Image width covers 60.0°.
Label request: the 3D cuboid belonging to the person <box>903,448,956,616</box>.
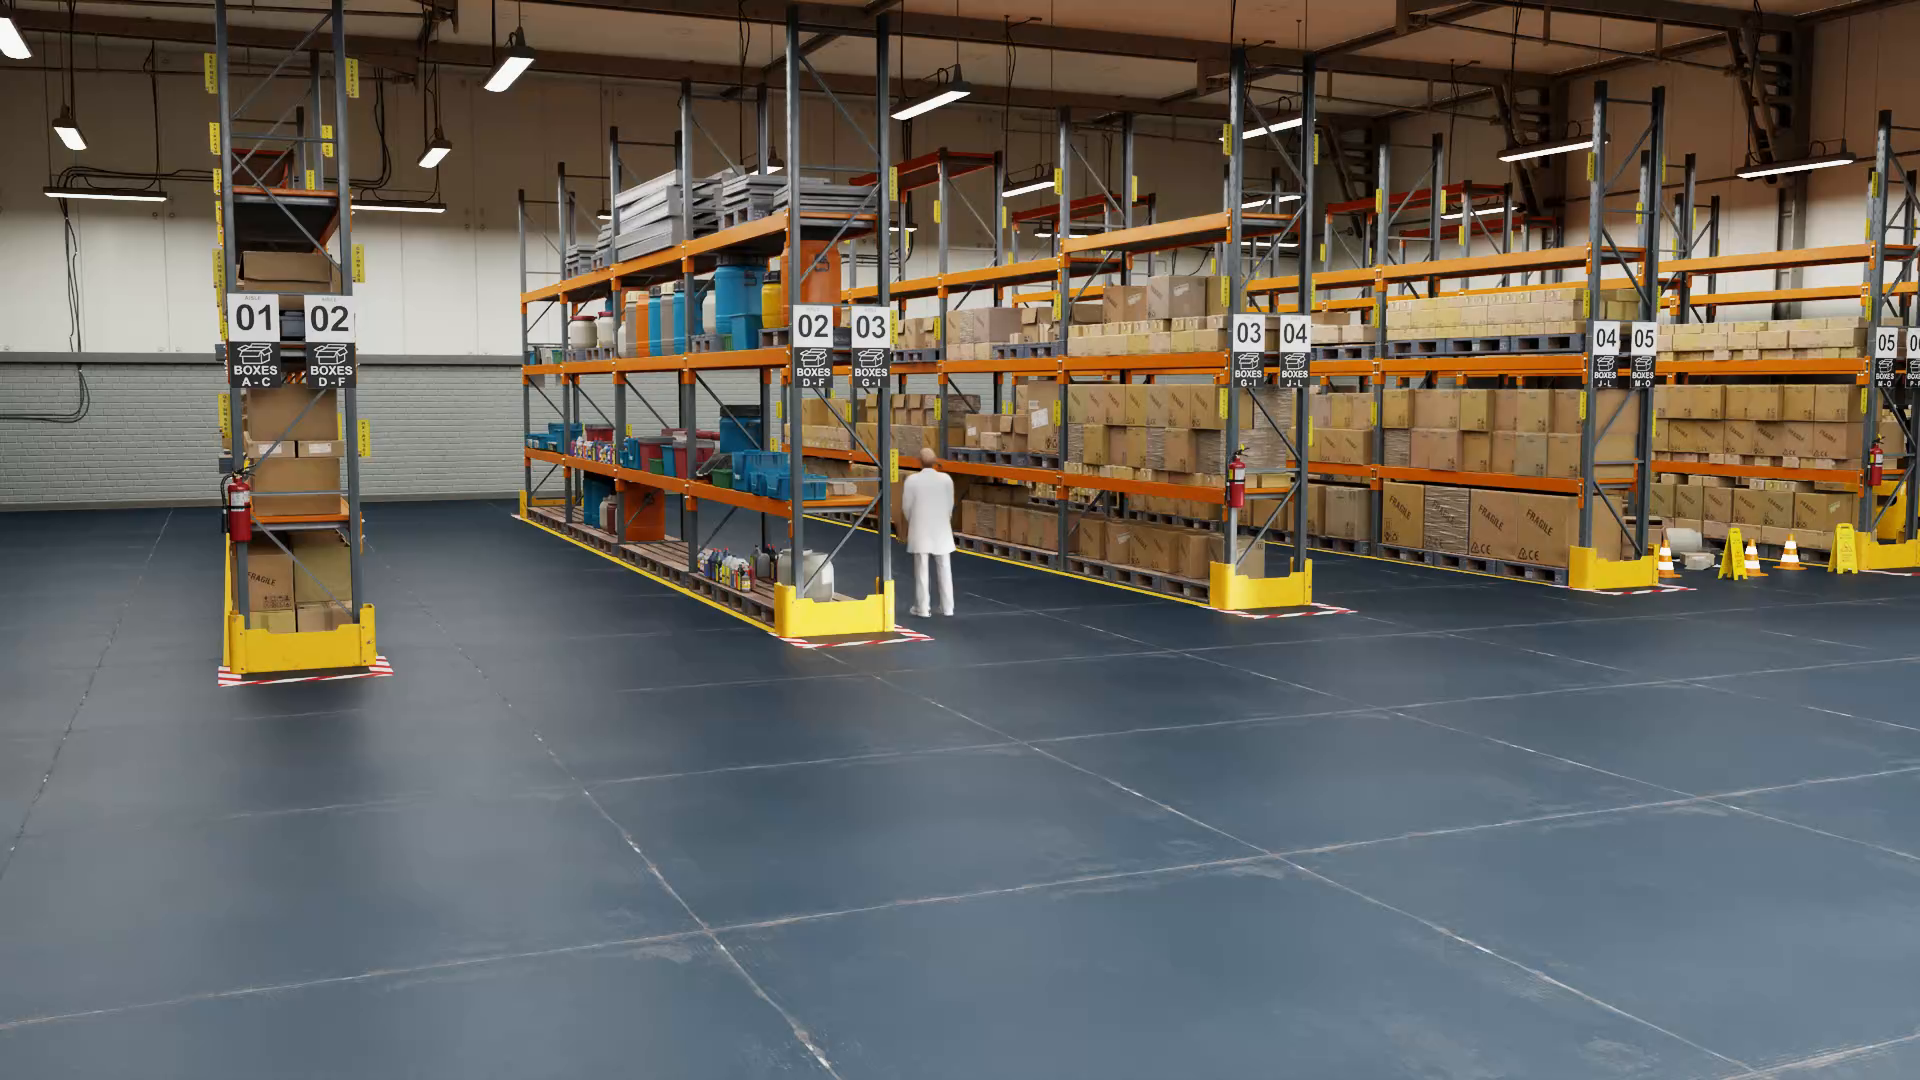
[{"bbox_3d":[-0.324,-0.091,17.612,0.563,1.780,0.531,0,5,-1],"label":"person"}]
